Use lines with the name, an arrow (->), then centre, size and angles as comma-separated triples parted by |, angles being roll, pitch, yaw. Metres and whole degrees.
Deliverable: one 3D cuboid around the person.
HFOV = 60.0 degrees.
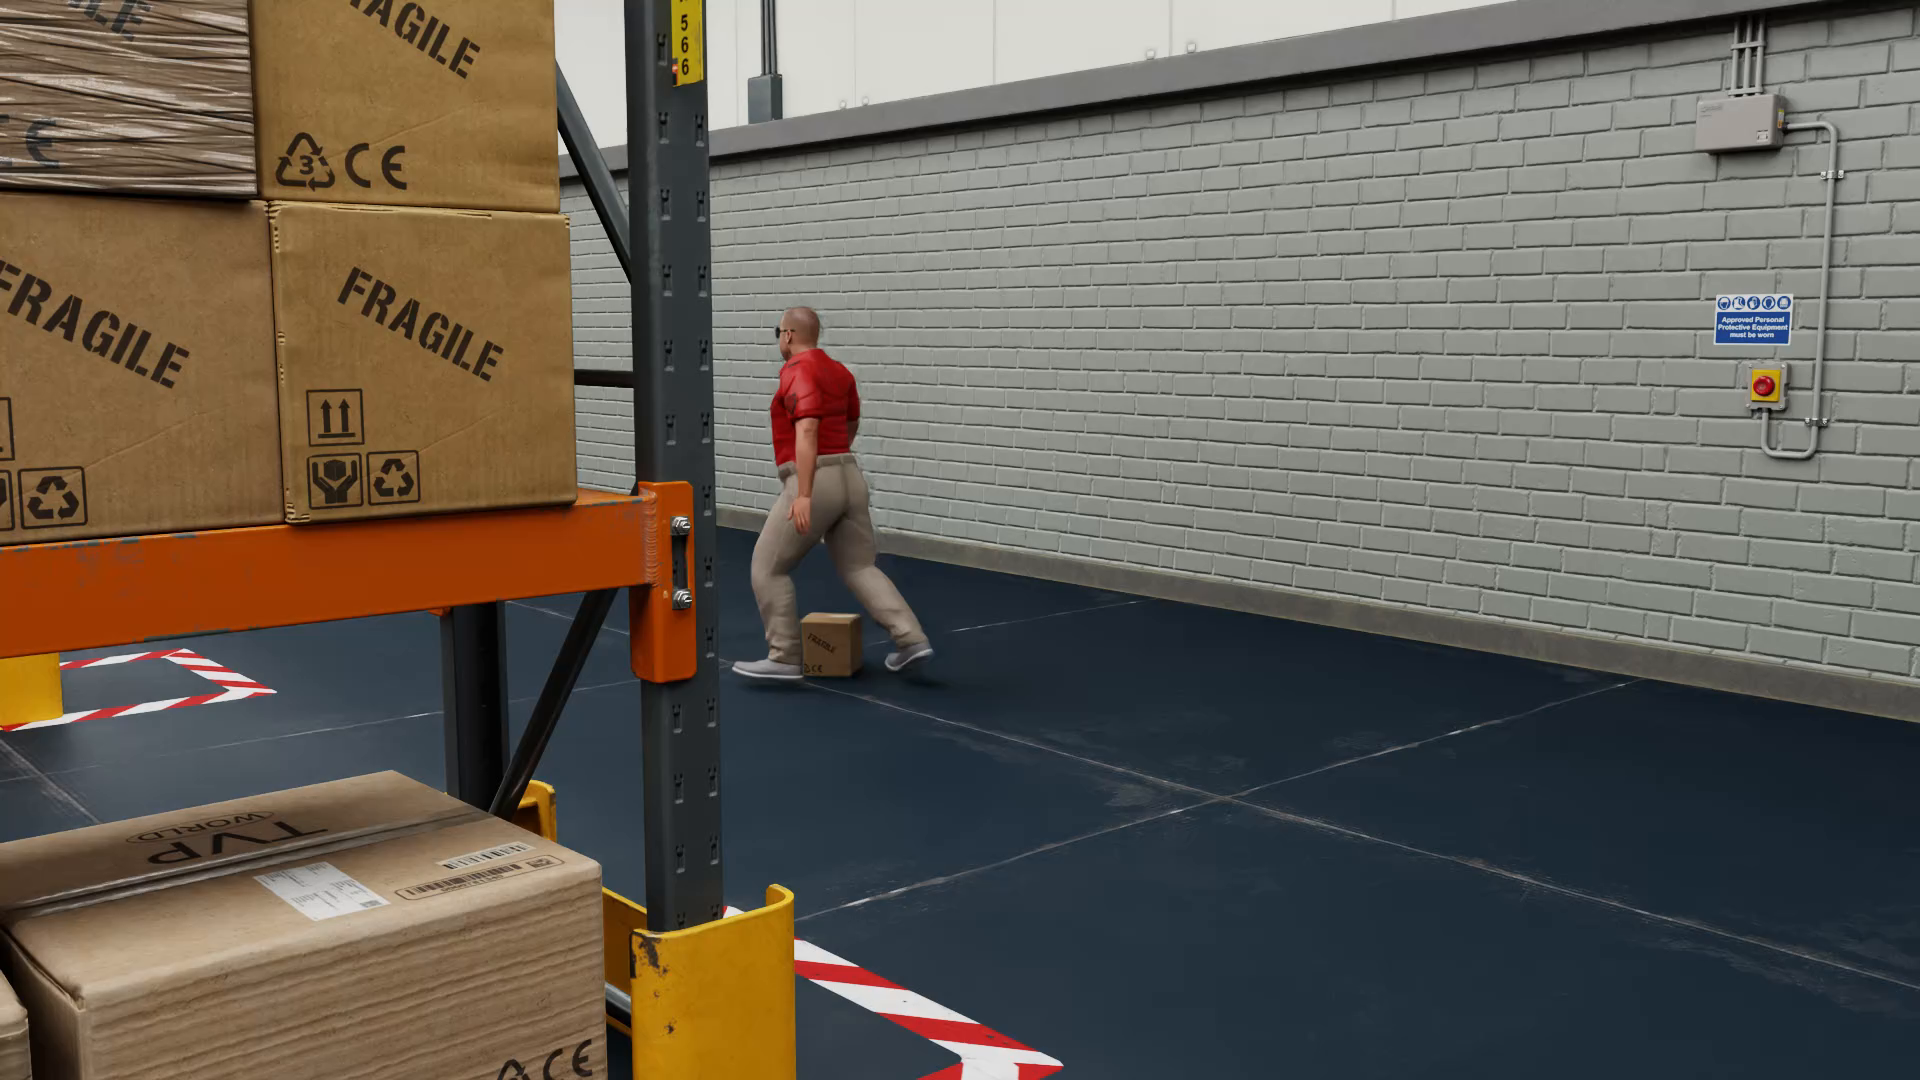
person -> -0.543, -0.202, 7.433 | 0.825, 1.673, 0.631 | 4, 9, 31
